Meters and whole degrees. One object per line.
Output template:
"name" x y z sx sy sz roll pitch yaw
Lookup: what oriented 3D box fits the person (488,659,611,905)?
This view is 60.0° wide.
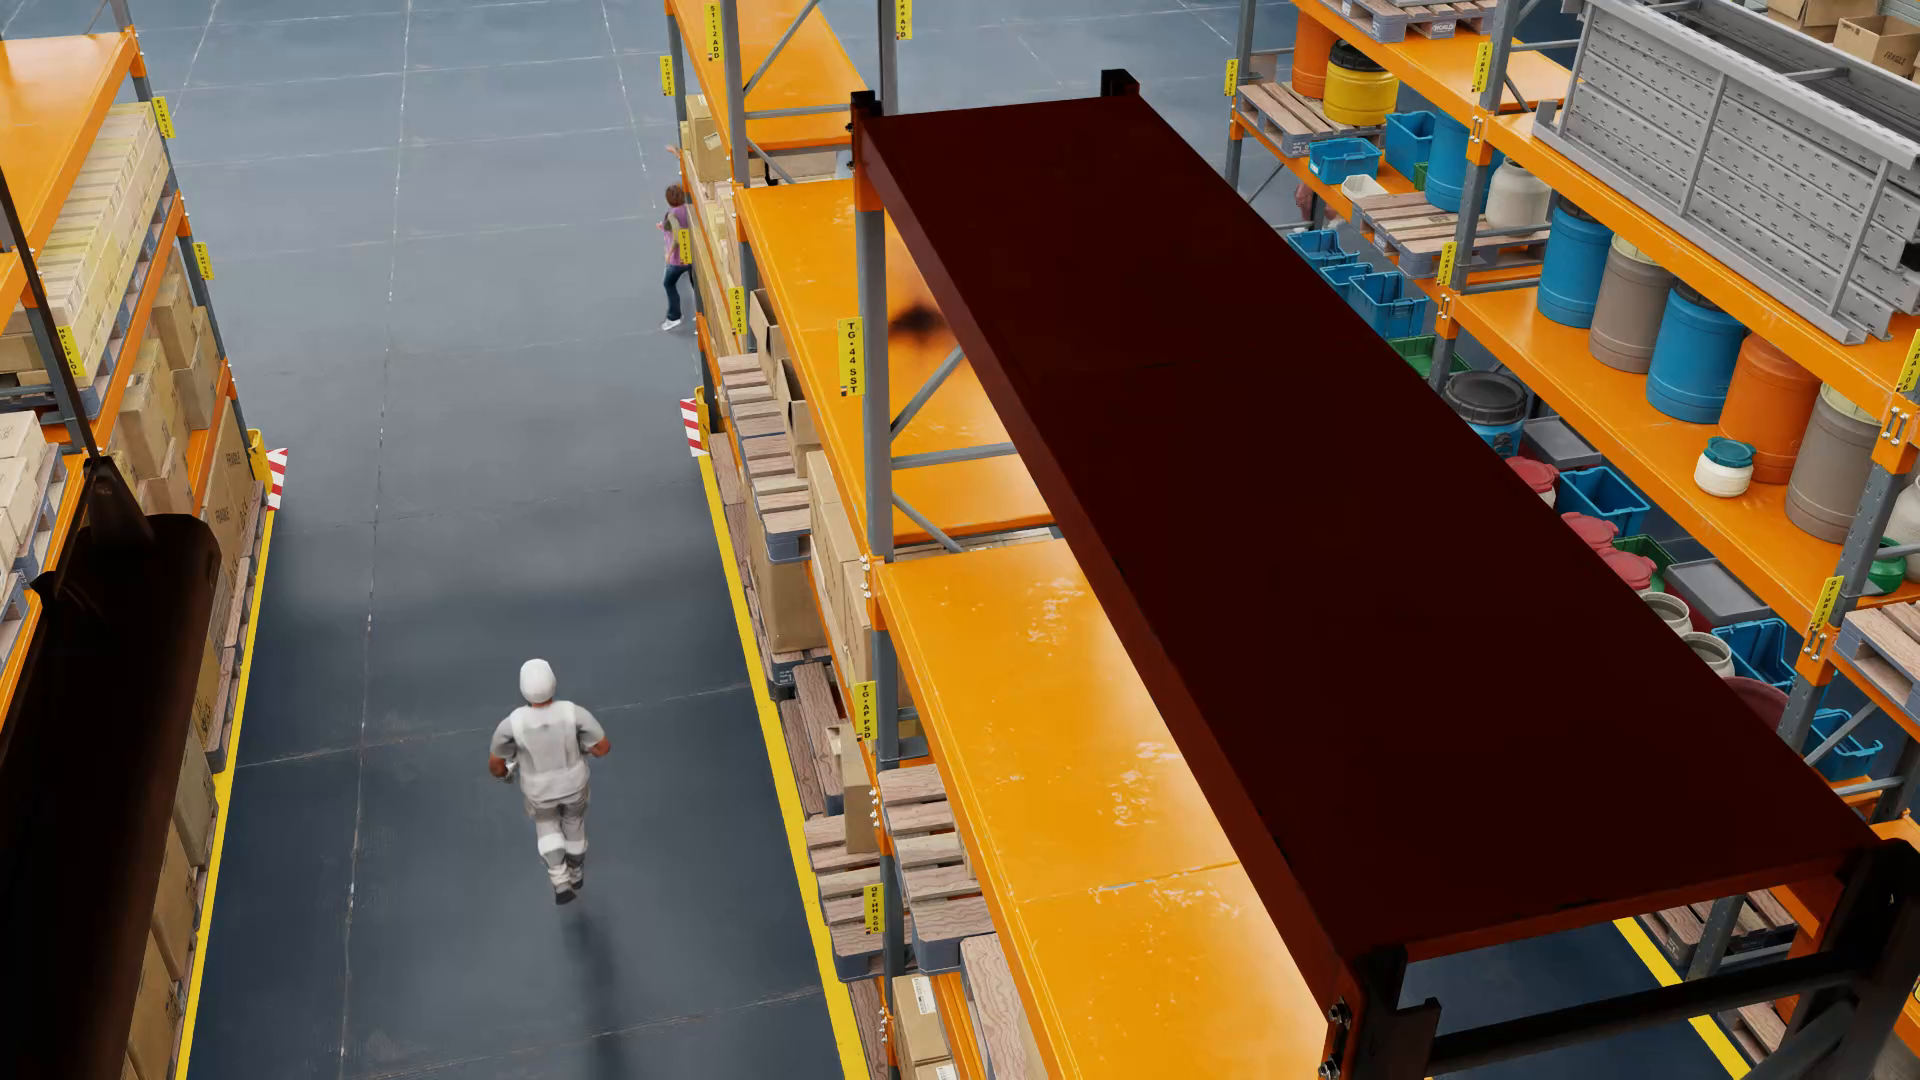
"person" -2.410 1.459 9.903 0.702 1.755 0.566 -10 36 -15

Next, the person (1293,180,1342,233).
"person" 4.127 -4.203 18.799 0.573 1.629 0.609 7 35 10

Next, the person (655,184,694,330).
"person" -2.729 -2.777 16.734 0.851 1.627 0.549 20 39 27

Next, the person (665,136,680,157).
"person" -2.916 -4.091 18.607 0.726 1.754 0.545 9 35 13
